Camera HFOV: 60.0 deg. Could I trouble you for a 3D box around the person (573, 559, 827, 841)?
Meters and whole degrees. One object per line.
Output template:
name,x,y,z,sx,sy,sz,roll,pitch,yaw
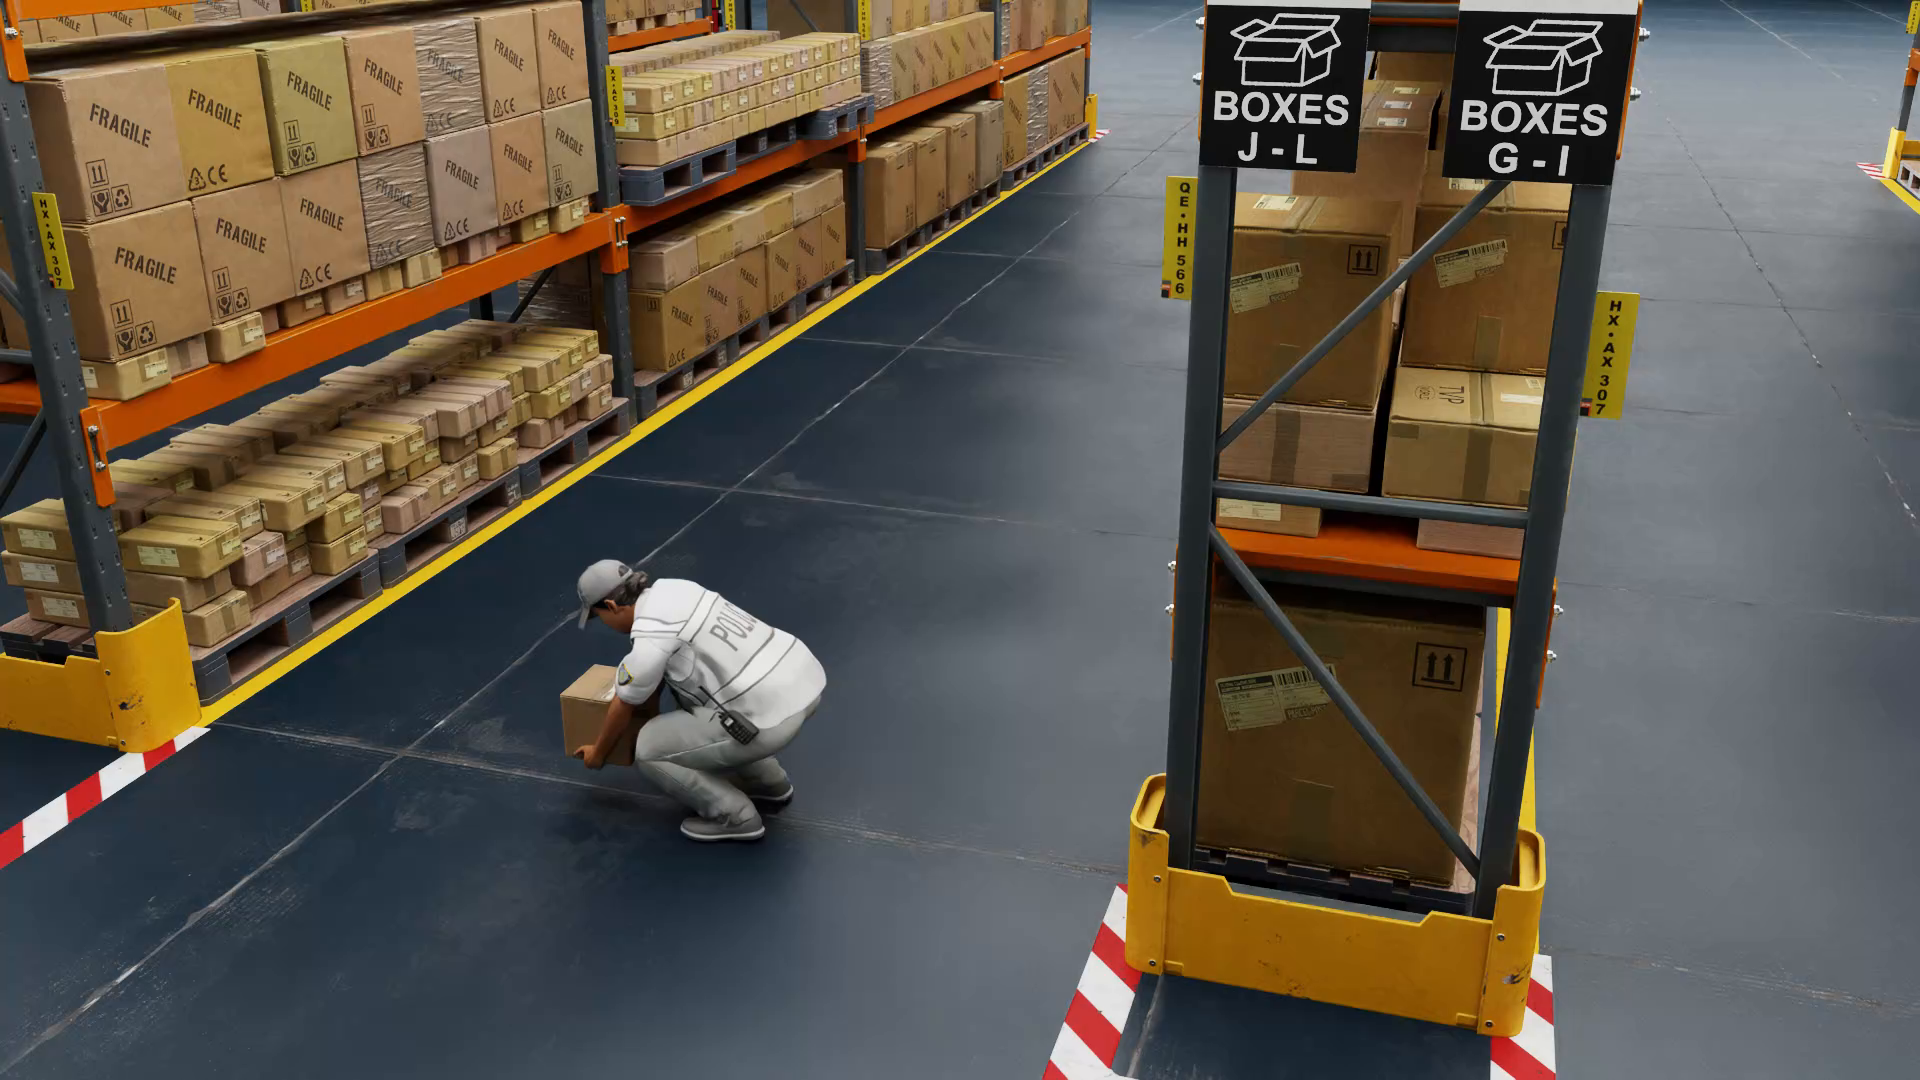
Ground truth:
person,-0.906,0.527,5.756,0.866,0.954,0.509,6,23,14
